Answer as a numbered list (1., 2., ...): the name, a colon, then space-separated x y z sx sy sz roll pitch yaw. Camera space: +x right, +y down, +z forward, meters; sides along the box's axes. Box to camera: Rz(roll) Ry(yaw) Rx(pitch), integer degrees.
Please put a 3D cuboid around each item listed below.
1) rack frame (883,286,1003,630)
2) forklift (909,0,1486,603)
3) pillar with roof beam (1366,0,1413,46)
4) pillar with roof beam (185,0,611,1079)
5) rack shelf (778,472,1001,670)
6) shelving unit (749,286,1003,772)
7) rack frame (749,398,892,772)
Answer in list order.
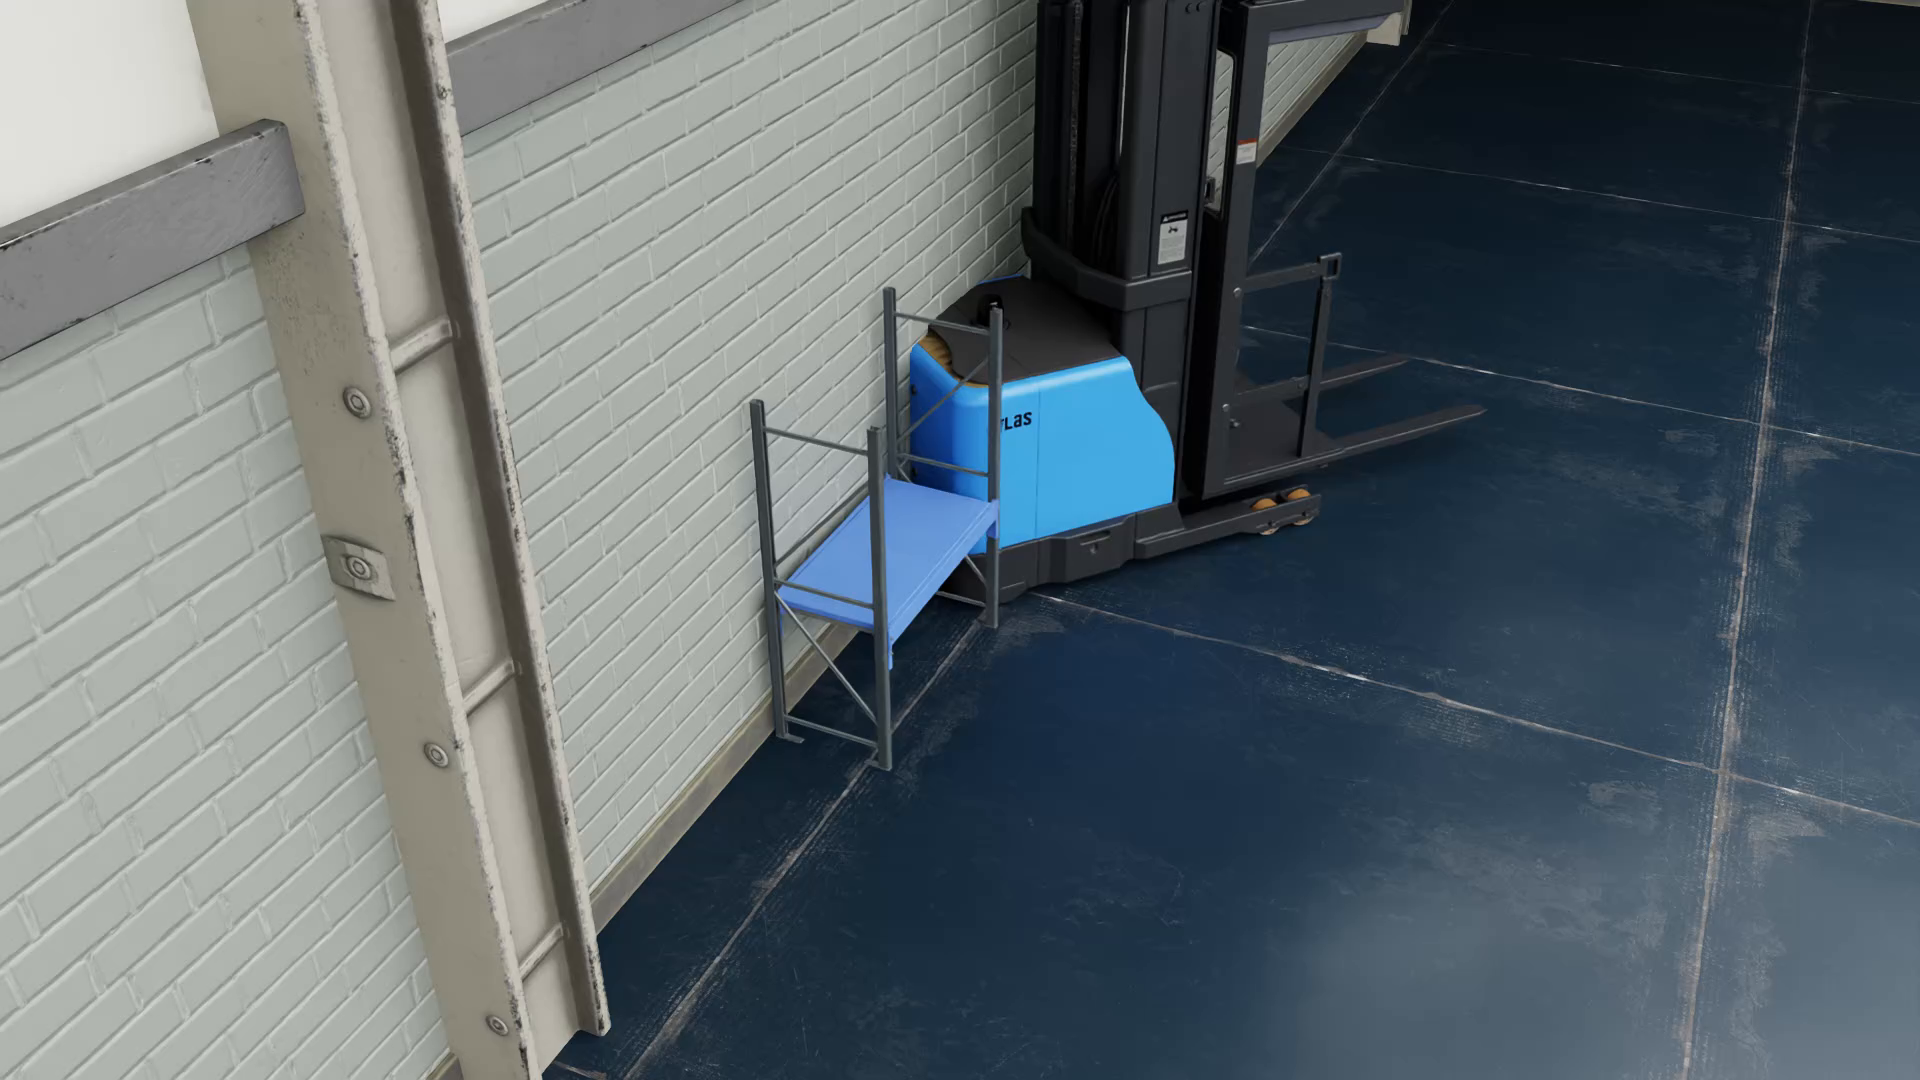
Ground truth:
1. rack frame: -0.069 -0.306 6.849 0.500 1.500 0.032 14 36 20
2. forklift: 1.134 -1.495 7.357 3.031 2.935 1.130 -15 36 -21
3. pillar with roof beam: 7.587 -7.125 10.410 9.100 9.000 0.400 14 36 20
4. pillar with roof beam: 2.567 -1.149 1.295 9.100 9.000 0.400 14 36 20
5. rack shelf: -0.282 0.098 6.561 0.538 0.185 1.000 14 36 20
6. shelving unit: -0.282 -0.053 6.462 0.538 1.500 1.048 14 36 20
7. rack frame: -0.494 0.201 6.076 0.500 1.500 0.032 14 36 20
